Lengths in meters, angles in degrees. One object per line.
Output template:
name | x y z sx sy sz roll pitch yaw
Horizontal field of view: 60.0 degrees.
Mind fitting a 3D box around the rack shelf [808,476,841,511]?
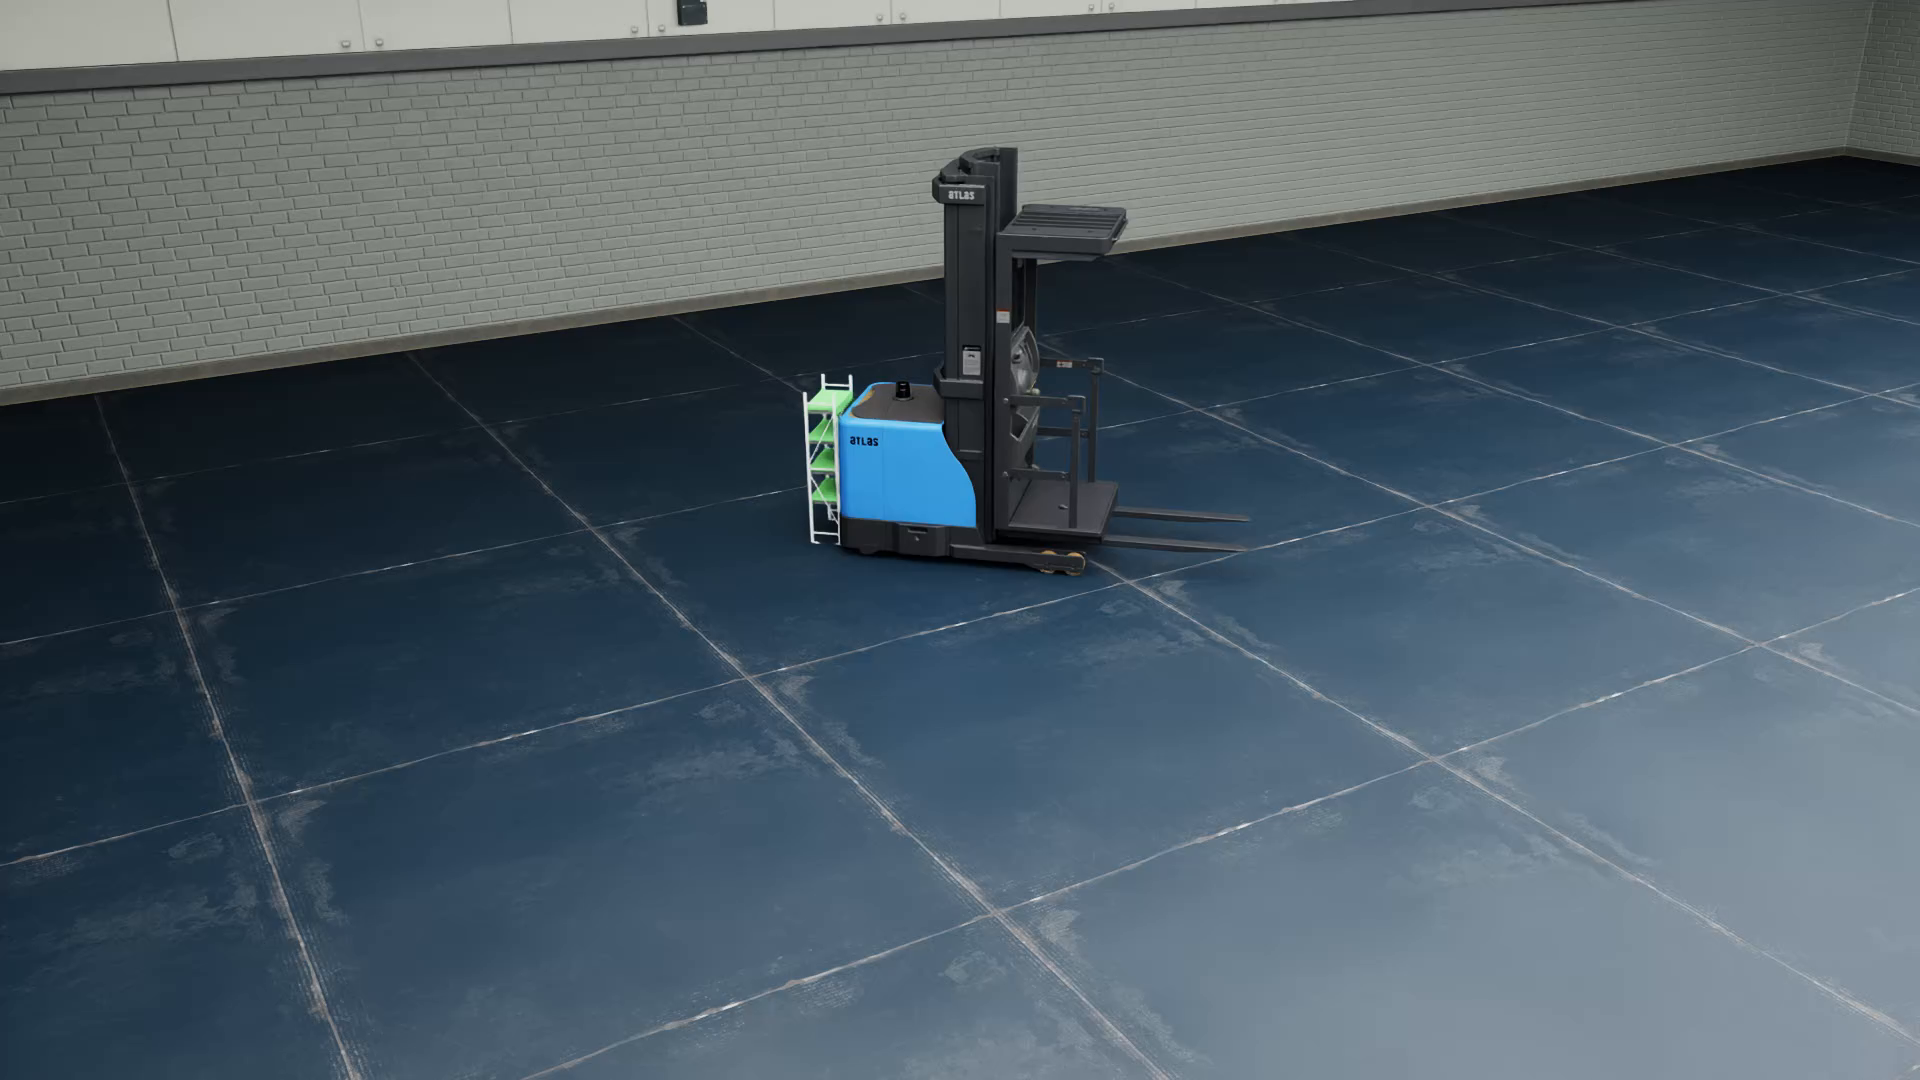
rack shelf | -0.980 -0.339 12.854 0.258 0.148 0.480 3 22 11

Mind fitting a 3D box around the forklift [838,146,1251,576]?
forklift | 0.663 -1.316 12.156 3.031 2.935 1.130 5 23 11

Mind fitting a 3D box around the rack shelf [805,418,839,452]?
rack shelf | -0.987 -0.785 12.674 0.258 0.148 0.480 3 22 11

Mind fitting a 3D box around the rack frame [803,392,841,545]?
rack frame | -1.033 -0.531 12.519 0.240 1.200 0.015 3 22 11

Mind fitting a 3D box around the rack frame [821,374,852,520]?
rack frame | -0.936 -0.711 12.962 0.240 1.200 0.015 3 22 11

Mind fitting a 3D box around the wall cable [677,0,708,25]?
wall cable | -2.056 -8.617 17.545 2.305 6.003 0.169 -13 25 -28

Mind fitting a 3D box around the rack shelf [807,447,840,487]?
rack shelf | -0.984 -0.562 12.764 0.258 0.148 0.480 3 22 11

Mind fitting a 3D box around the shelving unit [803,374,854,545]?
shelving unit | -0.985 -0.621 12.740 0.258 1.200 0.503 3 22 11

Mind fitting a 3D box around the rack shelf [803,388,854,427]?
rack shelf | -0.991 -1.007 12.585 0.258 0.148 0.480 3 22 11
